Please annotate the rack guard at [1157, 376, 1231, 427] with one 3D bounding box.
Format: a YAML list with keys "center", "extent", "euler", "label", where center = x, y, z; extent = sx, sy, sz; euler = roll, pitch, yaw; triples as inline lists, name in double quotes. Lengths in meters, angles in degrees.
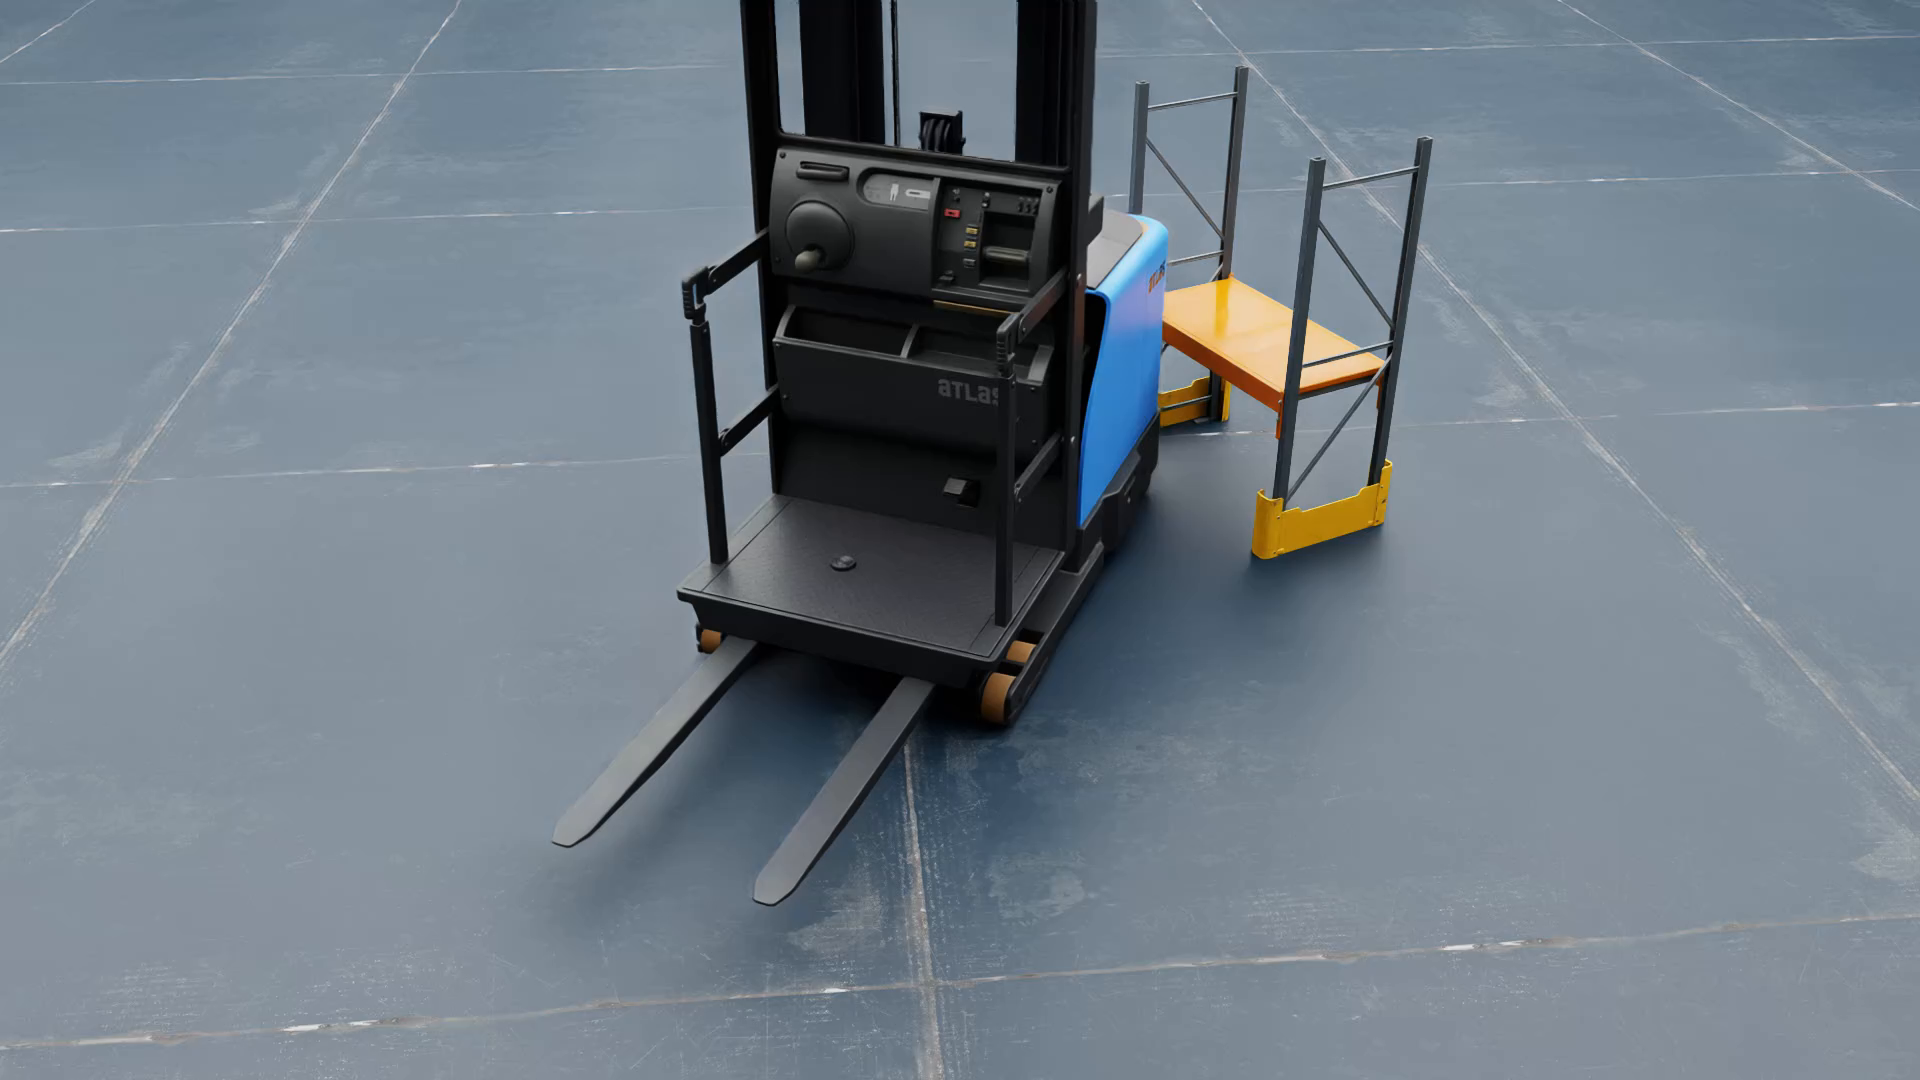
- center: [0.878, -0.571, 6.962]
  extent: [0.587, 0.250, 0.087]
  euler: [-16, 34, -24]
  label: "rack guard"

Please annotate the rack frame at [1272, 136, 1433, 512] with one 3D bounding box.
- center: [1.363, -0.650, 5.876]
  extent: [0.500, 1.500, 0.032]
  euler: [-16, 34, -24]
  label: "rack frame"

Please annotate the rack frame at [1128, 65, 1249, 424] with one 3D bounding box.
- center: [0.877, -1.108, 6.643]
  extent: [0.500, 1.500, 0.032]
  euler: [-16, 34, -24]
  label: "rack frame"

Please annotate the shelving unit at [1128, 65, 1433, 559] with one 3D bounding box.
- center: [1.116, -0.883, 6.266]
  extent: [0.587, 1.500, 1.083]
  euler: [-16, 34, -24]
  label: "shelving unit"

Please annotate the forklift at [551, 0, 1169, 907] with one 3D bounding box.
- center: [-0.230, -0.916, 4.926]
  extent: [1.130, 2.935, 3.031]
  euler: [11, 33, 18]
  label: "forklift"

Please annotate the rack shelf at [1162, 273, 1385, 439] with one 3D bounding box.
- center: [1.120, -0.725, 6.352]
  extent: [0.538, 0.185, 1.000]
  euler: [-16, 34, -24]
  label: "rack shelf"

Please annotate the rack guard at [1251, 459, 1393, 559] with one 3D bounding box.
- center: [1.353, -0.122, 6.211]
  extent: [0.587, 0.250, 0.087]
  euler: [-16, 34, -24]
  label: "rack guard"
